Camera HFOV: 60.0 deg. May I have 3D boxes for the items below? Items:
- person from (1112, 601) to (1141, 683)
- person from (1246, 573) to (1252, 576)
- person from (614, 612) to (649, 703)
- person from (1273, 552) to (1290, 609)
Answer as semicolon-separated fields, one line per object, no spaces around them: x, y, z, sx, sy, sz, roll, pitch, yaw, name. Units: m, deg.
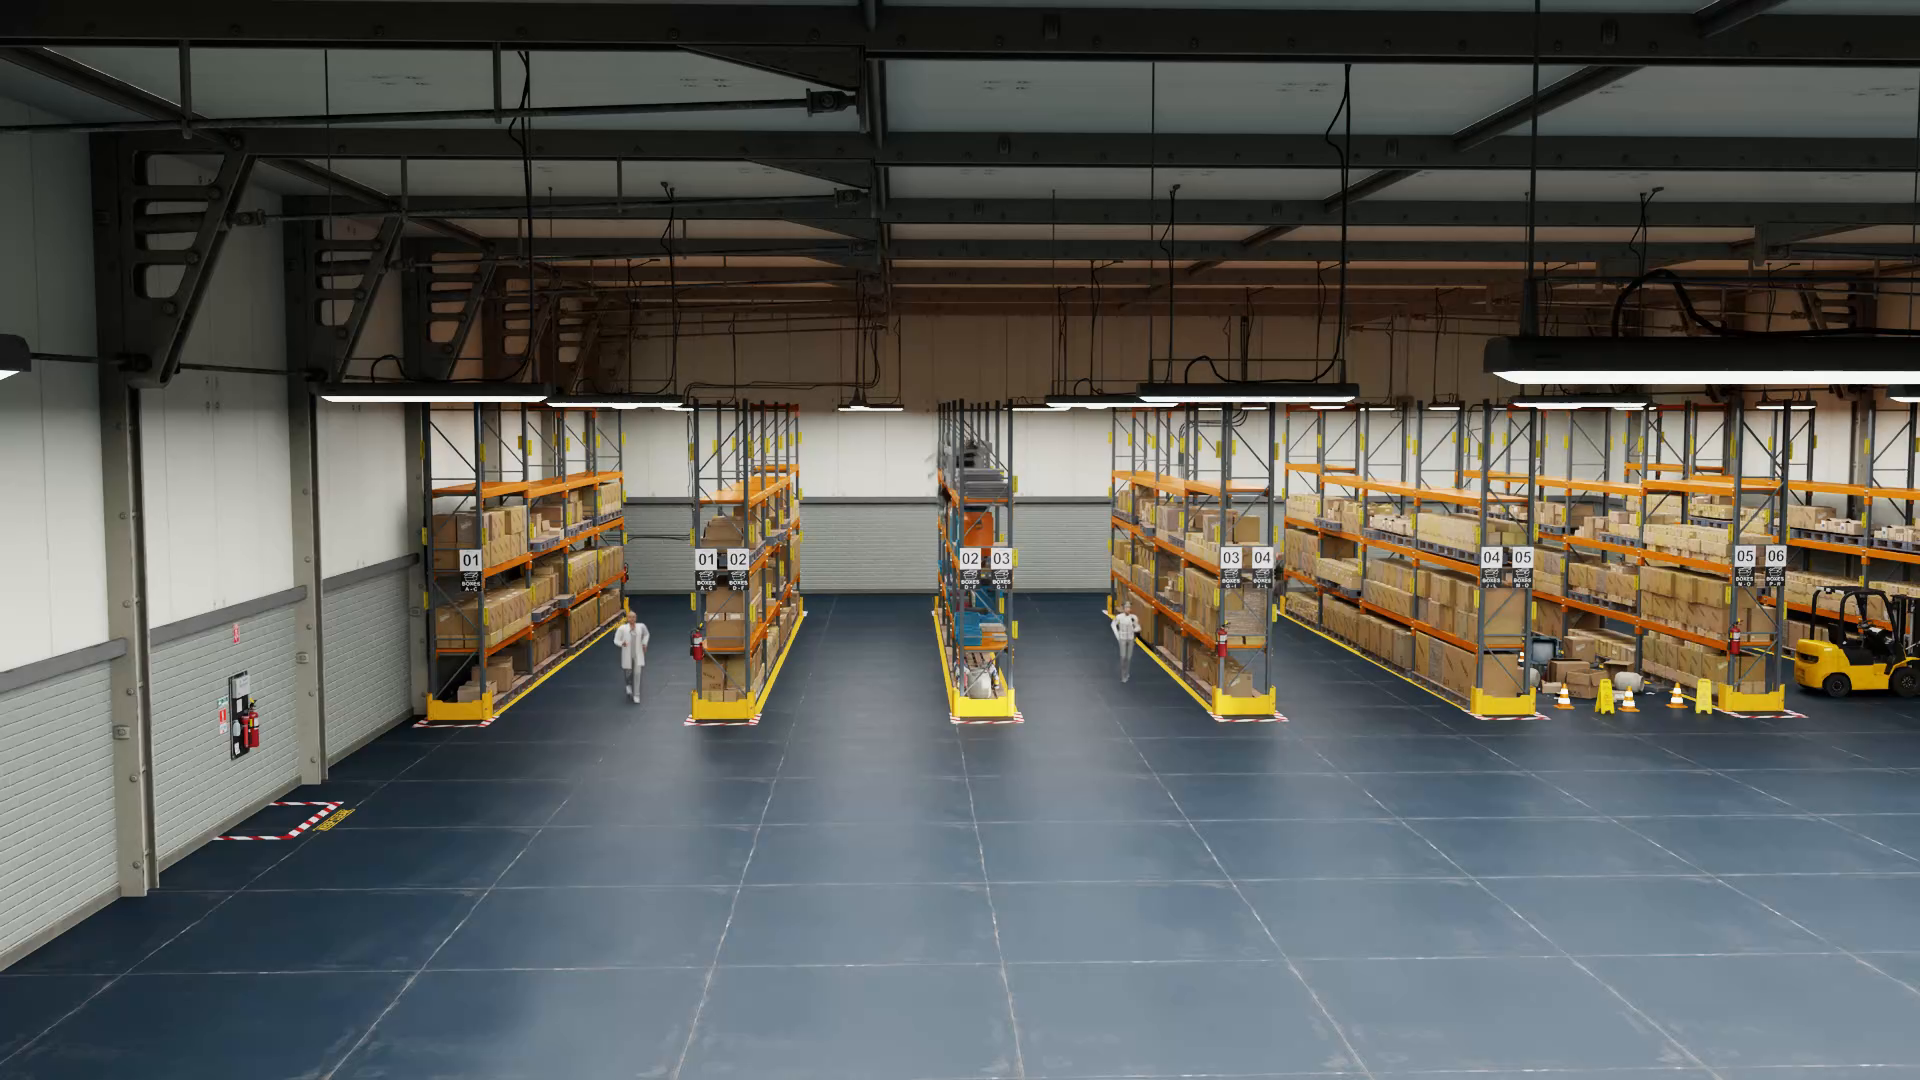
3.576;2.184;35.689;0.601;1.752;0.653;0;4;-4;person
8.447;1.147;48.753;0.827;1.731;0.773;0;4;-4;person
-6.526;2.309;33.142;0.712;1.776;1.037;-1;5;-16;person
9.358;1.178;48.671;0.740;1.671;0.676;-1;4;-13;person
